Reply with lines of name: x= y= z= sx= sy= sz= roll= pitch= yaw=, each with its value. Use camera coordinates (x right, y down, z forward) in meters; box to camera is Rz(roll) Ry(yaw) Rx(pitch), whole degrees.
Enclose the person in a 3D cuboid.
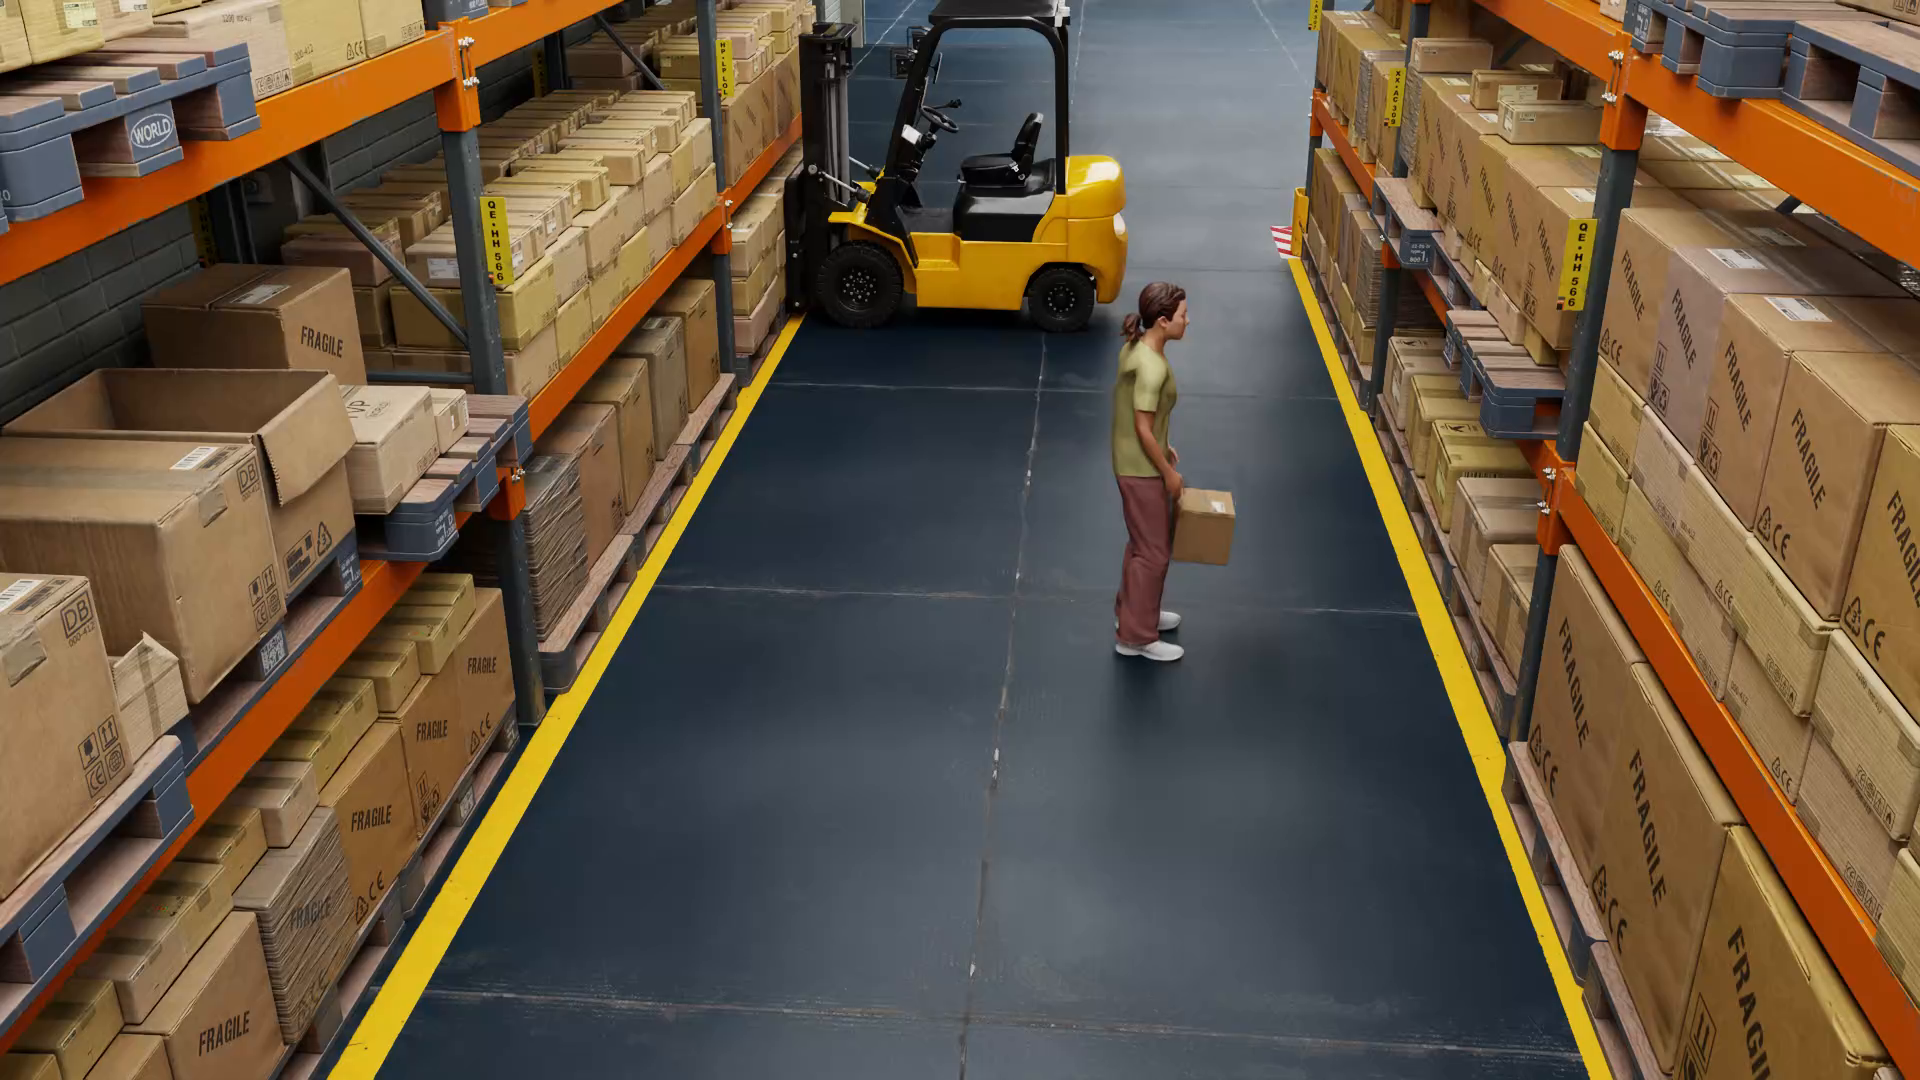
person: x=0.837 y=-0.313 z=7.286 sx=0.364 sy=1.676 sz=0.480 roll=1 pitch=25 yaw=3
